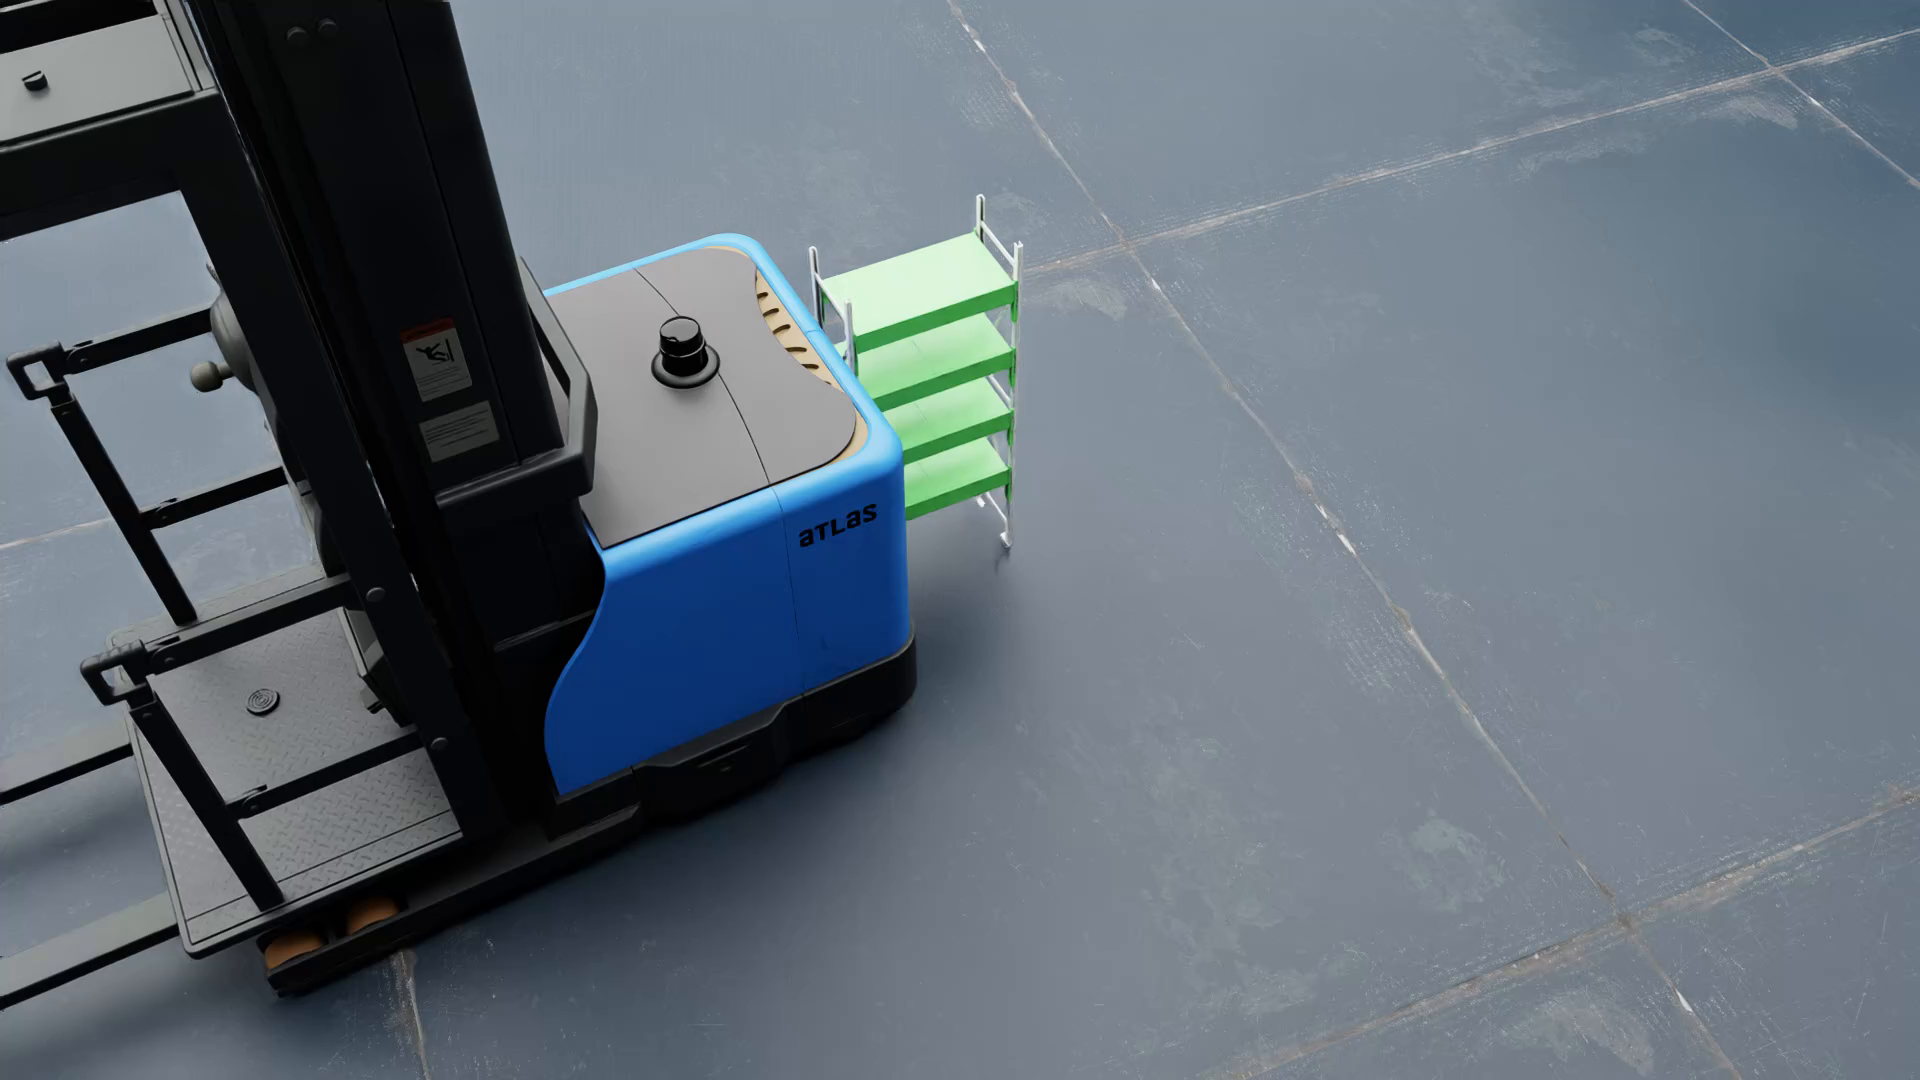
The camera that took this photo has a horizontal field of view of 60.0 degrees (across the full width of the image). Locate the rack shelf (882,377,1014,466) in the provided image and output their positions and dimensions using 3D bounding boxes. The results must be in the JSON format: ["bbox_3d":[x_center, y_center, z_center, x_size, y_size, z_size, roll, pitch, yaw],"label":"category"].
[{"bbox_3d":[-0.114,-0.329,4.826,0.480,0.148,0.258,-21,52,-17],"label":"rack shelf"}]

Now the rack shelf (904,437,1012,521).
[{"bbox_3d":[-0.114,-0.173,5.008,0.480,0.148,0.258,-21,52,-17],"label":"rack shelf"}]

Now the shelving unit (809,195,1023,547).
[{"bbox_3d":[-0.114,-0.371,4.778,0.503,1.200,0.258,-21,52,-17],"label":"shelving unit"}]

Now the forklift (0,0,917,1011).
[{"bbox_3d":[-1.669,-0.271,3.551,3.031,2.935,1.130,-22,53,-18],"label":"forklift"}]

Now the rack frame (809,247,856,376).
[{"bbox_3d":[-0.333,-0.289,4.707,0.015,1.200,0.240,-21,52,-17],"label":"rack frame"}]

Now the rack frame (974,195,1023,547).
[{"bbox_3d":[0.104,-0.453,4.849,0.015,1.200,0.240,-21,52,-17],"label":"rack frame"}]

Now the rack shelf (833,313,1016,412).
[{"bbox_3d":[-0.114,-0.486,4.644,0.480,0.148,0.258,-21,52,-17],"label":"rack shelf"}]

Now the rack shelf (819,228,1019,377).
[{"bbox_3d":[-0.114,-0.642,4.462,0.480,0.148,0.258,-21,52,-17],"label":"rack shelf"}]
